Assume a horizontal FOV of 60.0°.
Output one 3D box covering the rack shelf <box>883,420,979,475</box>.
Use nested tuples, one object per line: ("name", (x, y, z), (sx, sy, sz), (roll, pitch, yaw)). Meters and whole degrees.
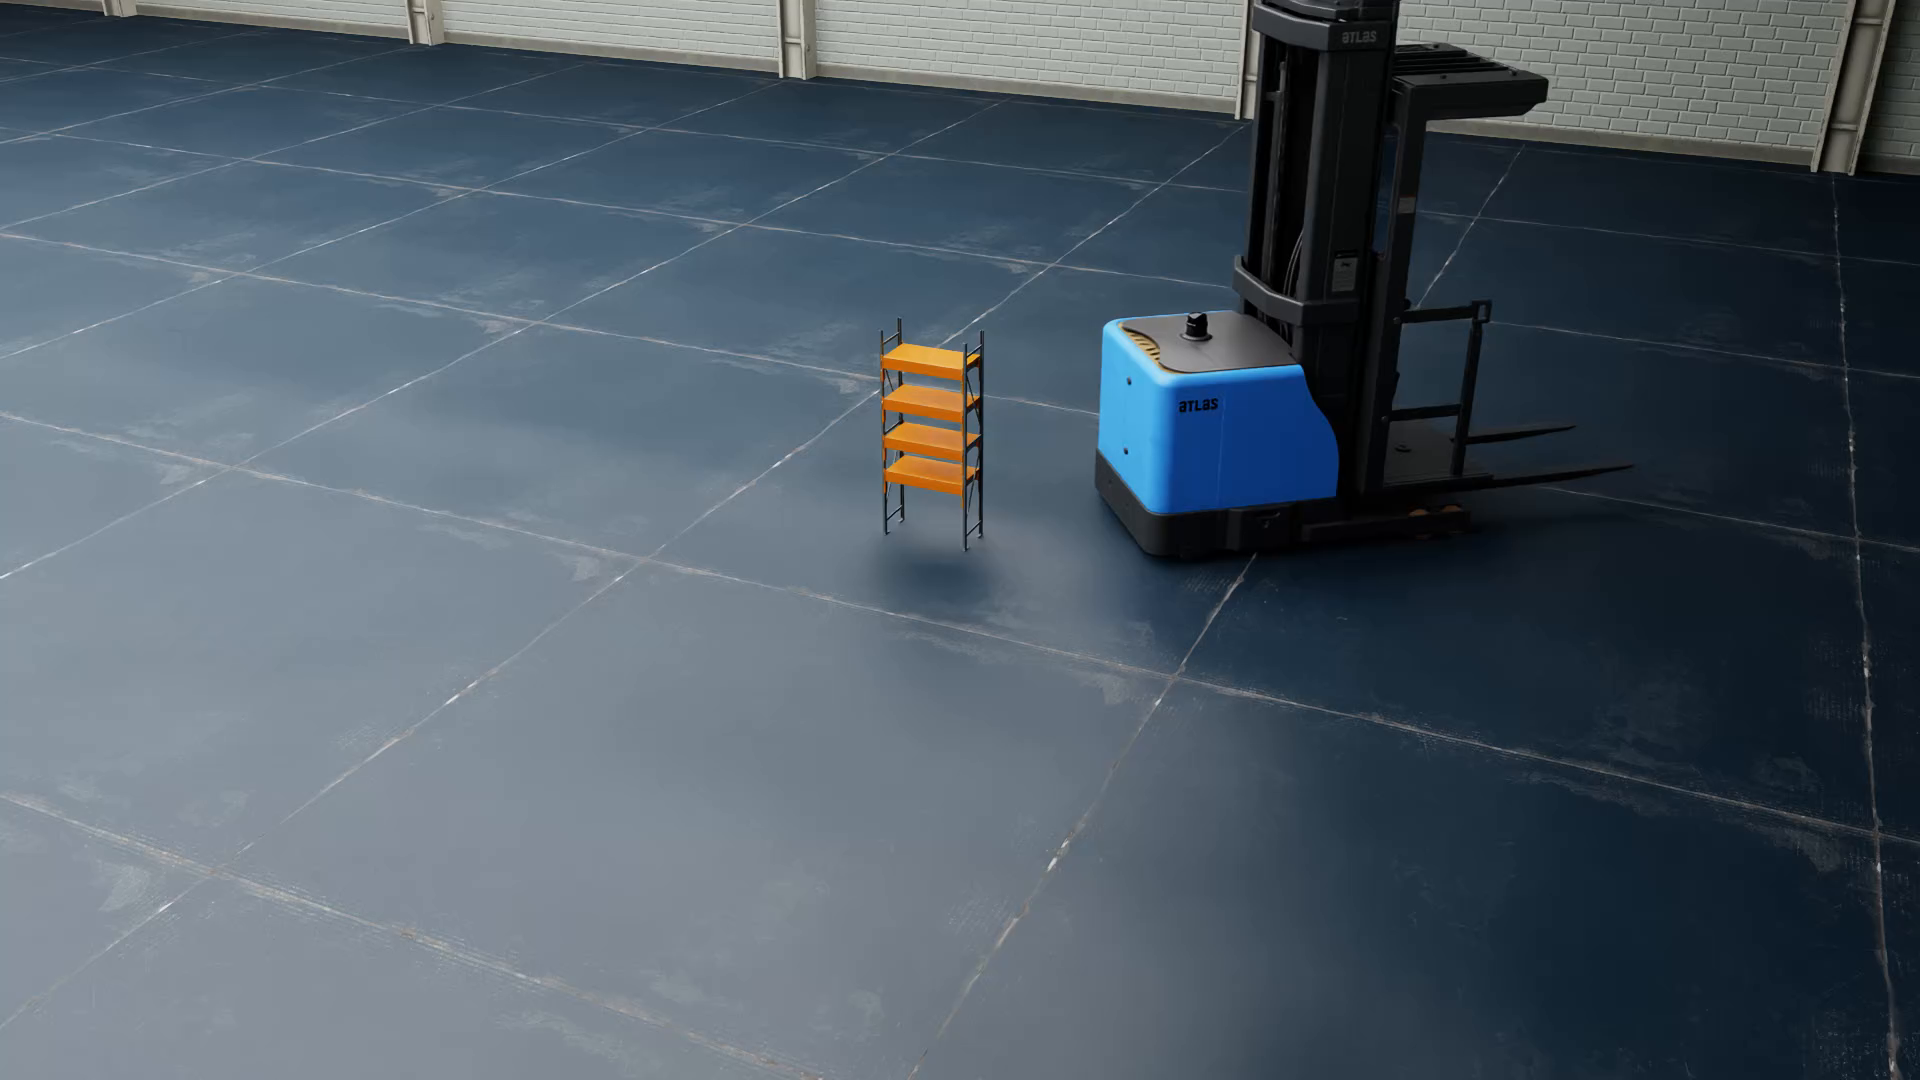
("rack shelf", (-0.151, -0.508, 9.076), (0.480, 0.148, 0.258), (11, 28, 22))

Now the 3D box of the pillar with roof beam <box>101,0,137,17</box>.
("pillar with roof beam", (-14.778, -10.446, 20.279), (0.400, 9.000, 9.100), (11, 28, 22))

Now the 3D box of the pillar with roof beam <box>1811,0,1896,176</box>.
("pillar with roof beam", (7.069, -6.058, 11.366), (0.400, 9.000, 9.100), (11, 28, 22))

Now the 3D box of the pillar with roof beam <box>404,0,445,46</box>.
("pillar with roof beam", (-9.316, -9.349, 18.051), (0.400, 9.000, 9.100), (11, 28, 22))

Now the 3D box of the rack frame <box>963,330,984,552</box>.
("rack frame", (0.071, -0.524, 8.956), (0.015, 1.200, 0.240), (11, 28, 22))

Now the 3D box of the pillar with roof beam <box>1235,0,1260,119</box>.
("pillar with roof beam", (1.607, -7.155, 13.594), (0.400, 9.000, 9.100), (11, 28, 22))

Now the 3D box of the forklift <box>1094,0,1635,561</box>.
("forklift", (2.361, -1.538, 9.055), (3.031, 2.935, 1.130), (-6, 27, -12))

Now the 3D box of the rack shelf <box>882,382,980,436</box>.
("rack shelf", (-0.151, -0.709, 8.977), (0.480, 0.148, 0.258), (11, 28, 22))

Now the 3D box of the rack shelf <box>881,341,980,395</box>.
("rack shelf", (-0.151, -0.921, 8.873), (0.480, 0.148, 0.258), (11, 28, 22))

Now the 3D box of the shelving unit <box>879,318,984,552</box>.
("shelving unit", (-0.151, -0.569, 9.046), (0.503, 1.200, 0.258), (11, 28, 22))

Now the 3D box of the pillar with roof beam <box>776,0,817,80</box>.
("pillar with roof beam", (-3.855, -8.252, 15.823), (0.400, 9.000, 9.100), (11, 28, 22))

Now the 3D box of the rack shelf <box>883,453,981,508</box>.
("rack shelf", (-0.151, -0.330, 9.164), (0.480, 0.148, 0.258), (11, 28, 22))

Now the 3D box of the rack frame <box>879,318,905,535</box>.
("rack frame", (-0.373, -0.613, 9.137), (0.015, 1.200, 0.240), (11, 28, 22))
